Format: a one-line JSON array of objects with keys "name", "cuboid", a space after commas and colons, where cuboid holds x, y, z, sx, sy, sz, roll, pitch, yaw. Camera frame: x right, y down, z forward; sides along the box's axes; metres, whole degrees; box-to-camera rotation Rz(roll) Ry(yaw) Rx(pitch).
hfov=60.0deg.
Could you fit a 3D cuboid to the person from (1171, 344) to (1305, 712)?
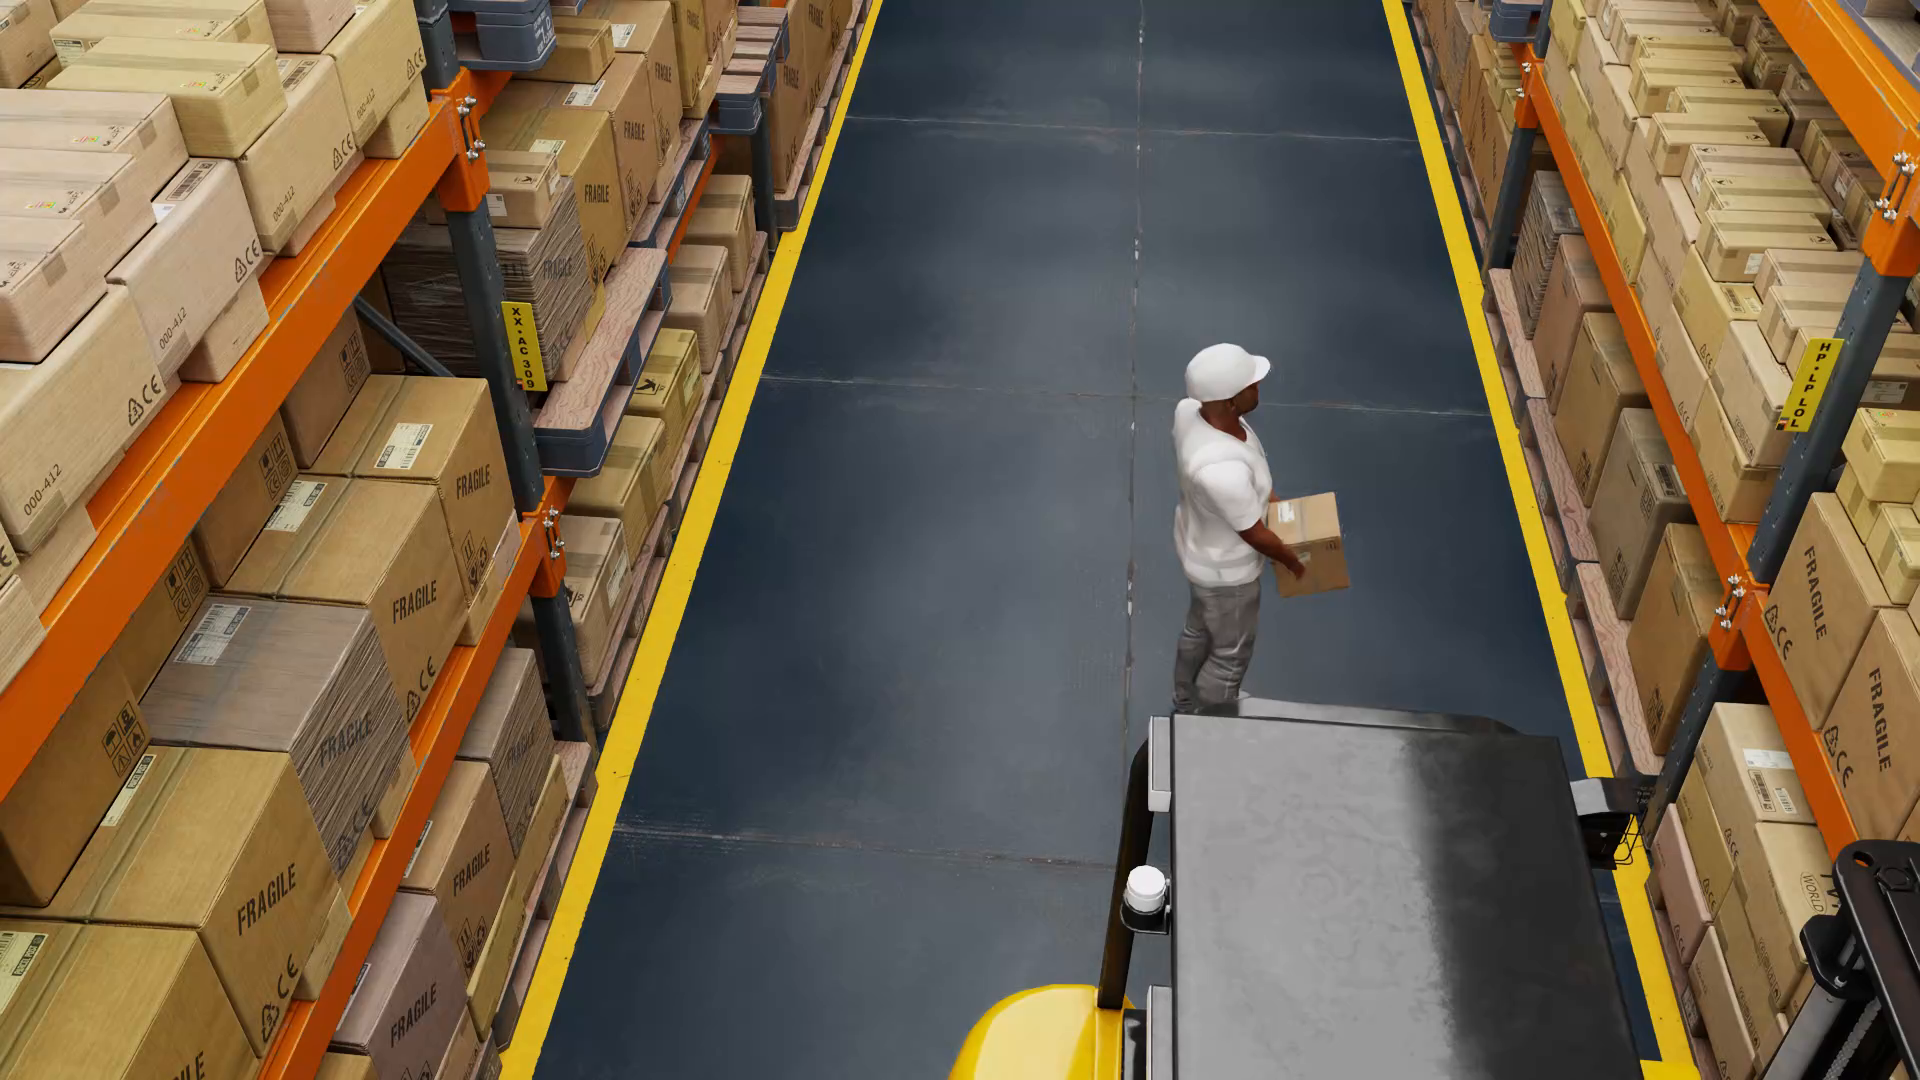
[{"name": "person", "cuboid": [1.027, 0.047, 6.077, 0.559, 1.772, 0.542, -2, 40, -3]}]
